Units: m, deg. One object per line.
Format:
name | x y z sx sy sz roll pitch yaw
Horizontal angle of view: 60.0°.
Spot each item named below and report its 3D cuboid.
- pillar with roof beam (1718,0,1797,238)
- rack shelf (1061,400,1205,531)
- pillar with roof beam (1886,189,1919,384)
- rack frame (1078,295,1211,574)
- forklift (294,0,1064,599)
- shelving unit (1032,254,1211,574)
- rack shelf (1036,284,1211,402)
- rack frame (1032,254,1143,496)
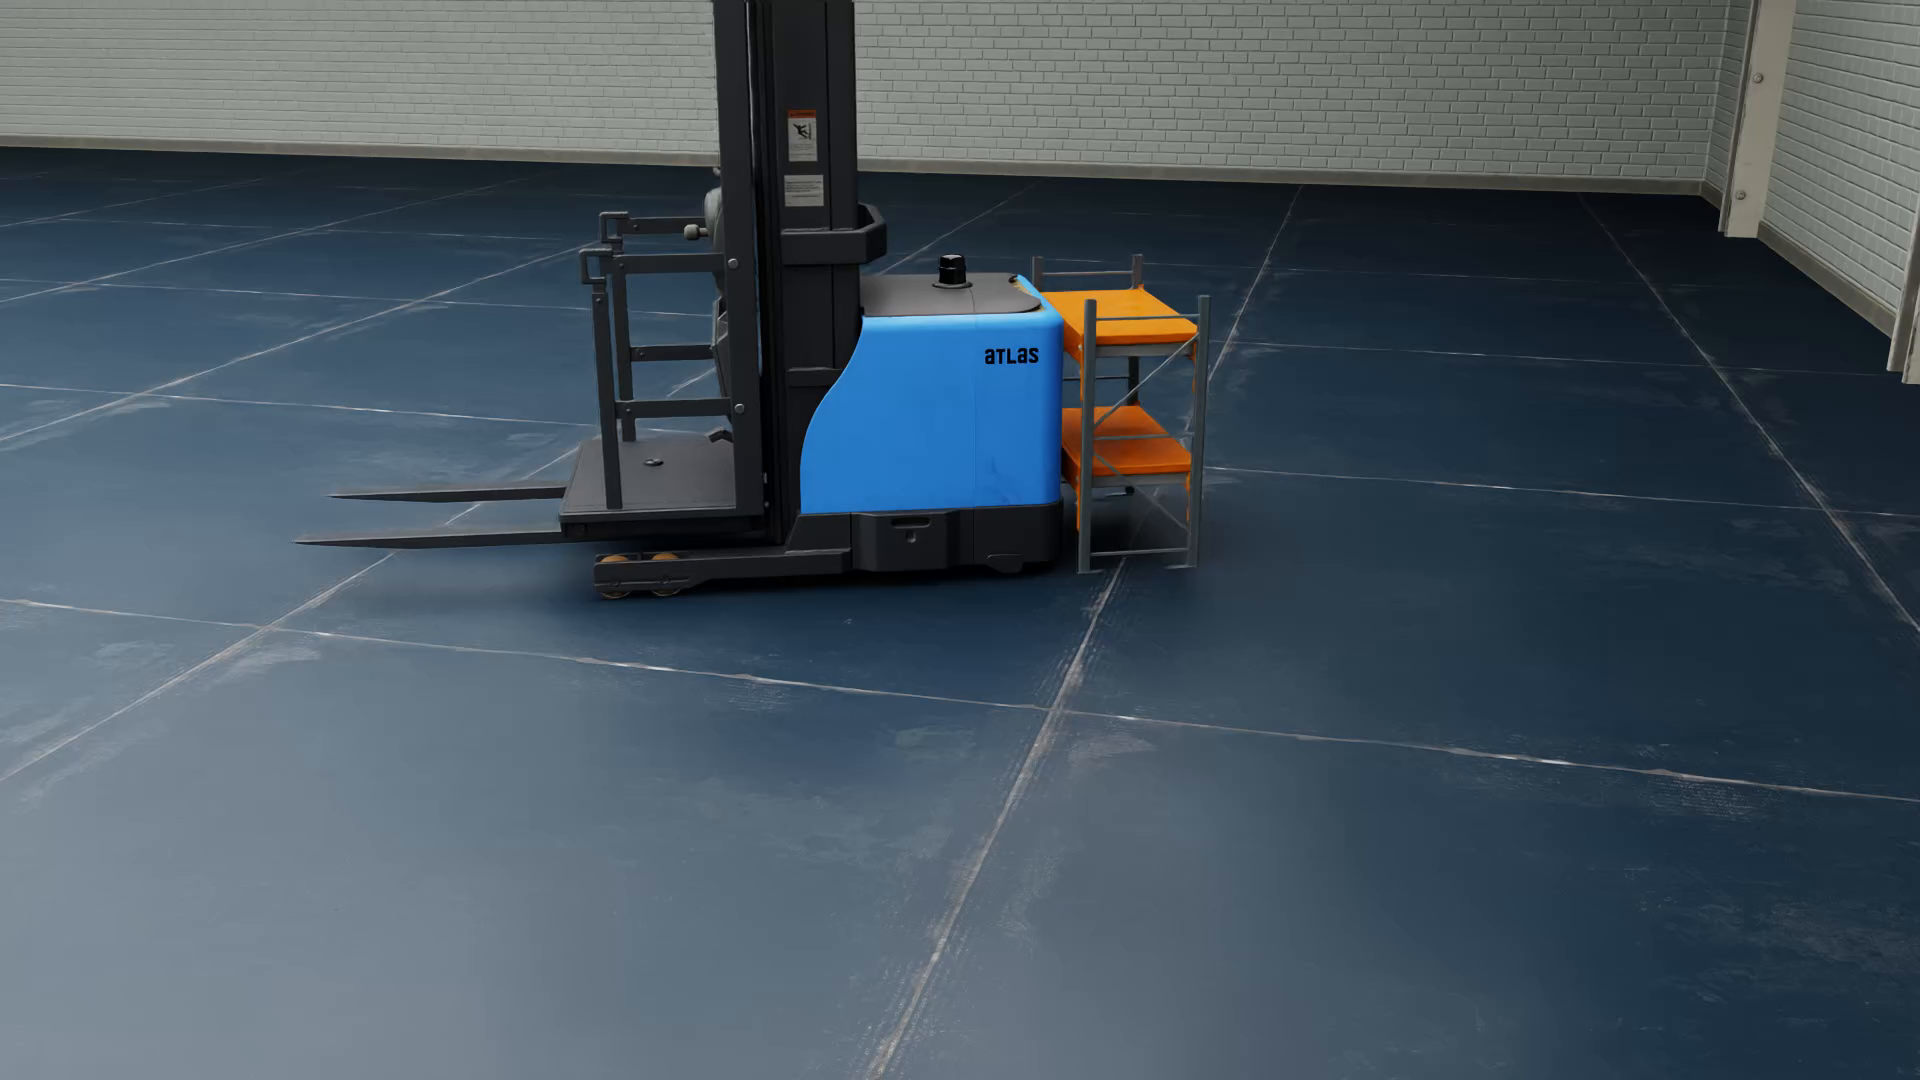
pillar with roof beam | 3.123 -7.464 15.117 9.100 9.000 0.400 5 19 13
rack shelf | 0.651 -0.341 7.201 0.538 0.278 1.000 -3 19 -9
pillar with roof beam | 1.657 -5.583 9.611 9.100 9.000 0.400 5 19 13
rack frame | 0.731 -0.410 6.647 0.500 1.125 0.032 -3 19 -9
forklift | -1.138 -1.339 6.573 3.031 2.935 1.130 -2 19 -7
shelving unit | 0.651 -0.572 7.122 0.538 1.125 1.048 -3 19 -9
rack shelf | 0.651 -0.849 7.027 0.538 0.278 1.000 -3 19 -9
rack frame | 0.570 -0.734 7.597 0.500 1.125 0.032 -3 19 -9
